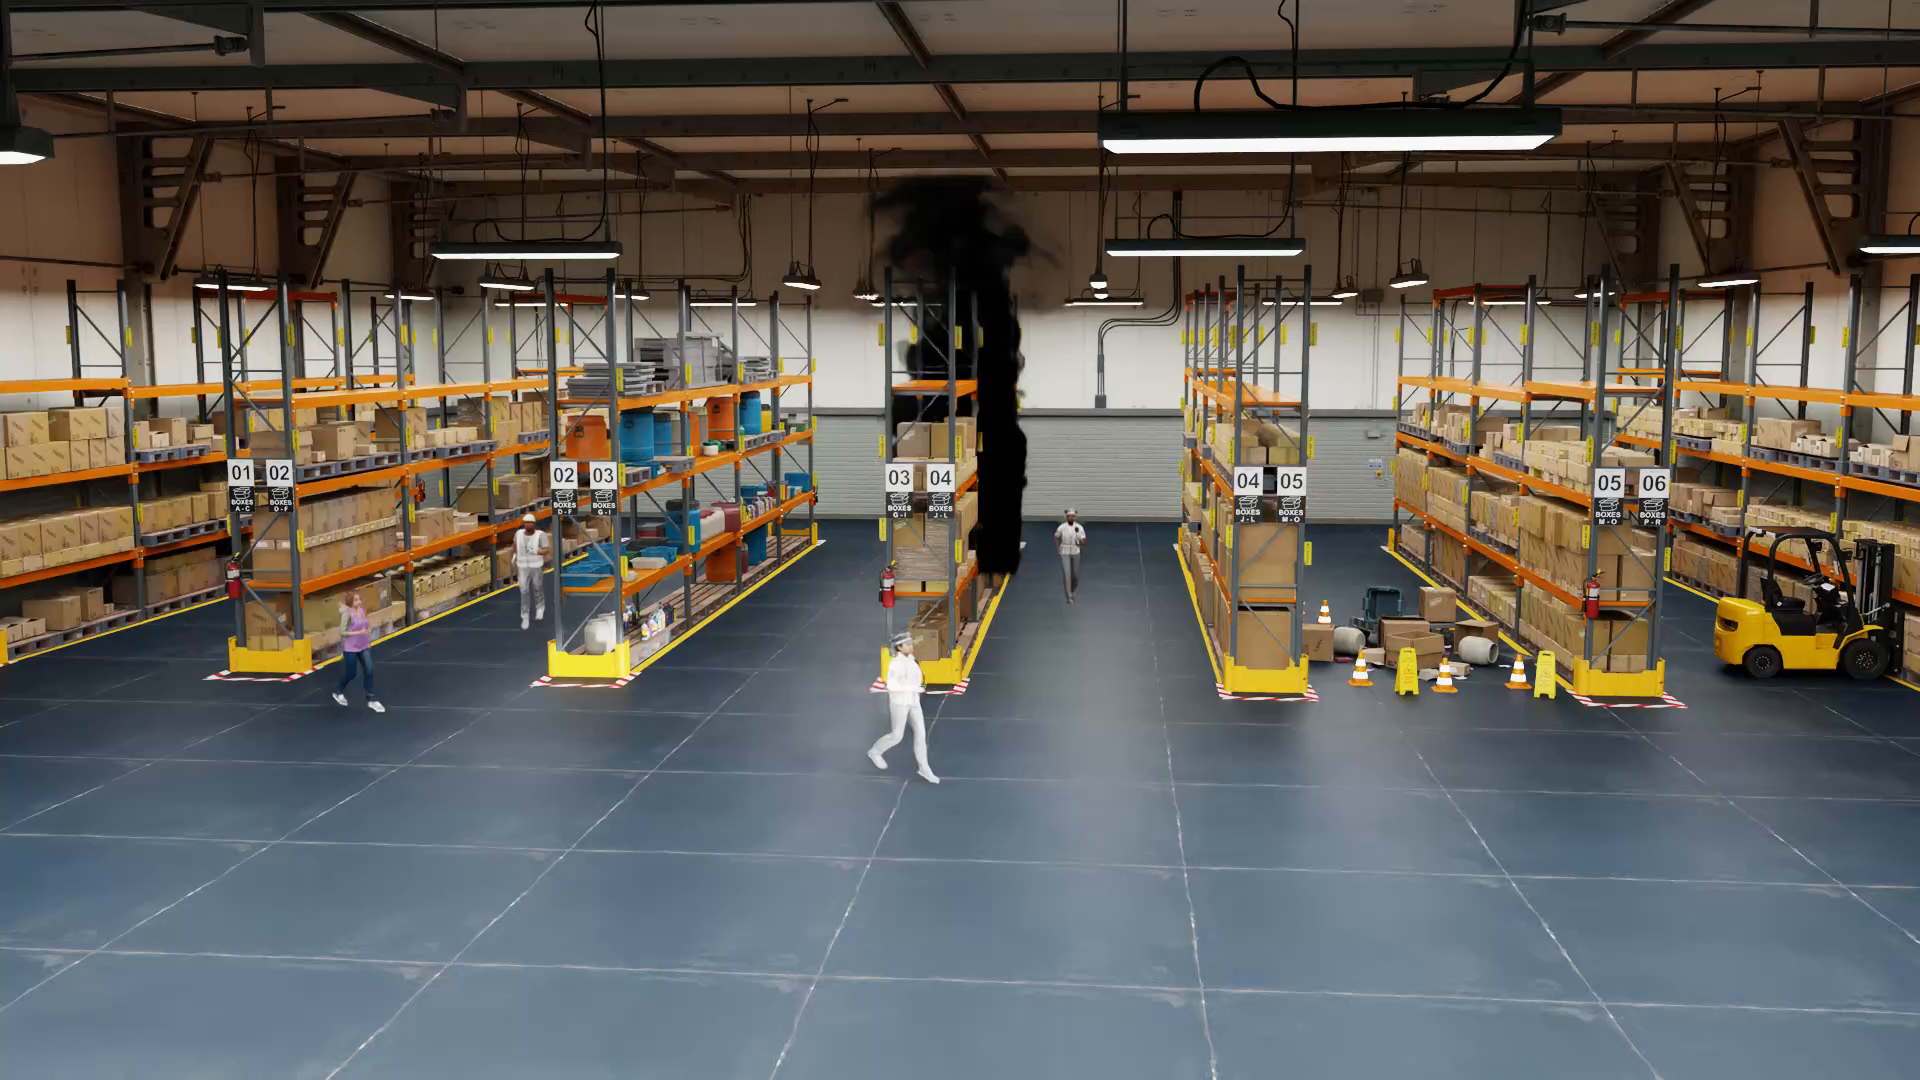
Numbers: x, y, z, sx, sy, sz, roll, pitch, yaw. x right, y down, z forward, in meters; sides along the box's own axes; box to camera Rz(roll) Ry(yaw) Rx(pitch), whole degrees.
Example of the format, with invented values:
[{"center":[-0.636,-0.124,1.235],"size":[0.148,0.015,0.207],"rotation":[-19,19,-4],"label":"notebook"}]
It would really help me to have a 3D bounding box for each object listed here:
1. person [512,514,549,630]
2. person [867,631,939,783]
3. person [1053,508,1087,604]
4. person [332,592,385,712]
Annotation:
[{"center":[-7.091,0.500,27.462],"size":[0.661,1.882,0.839],"rotation":[0,7,-3],"label":"person"},{"center":[-0.645,1.871,18.876],"size":[0.923,1.712,0.613],"rotation":[5,8,33],"label":"person"},{"center":[1.964,0.272,29.749],"size":[0.569,1.698,0.788],"rotation":[0,7,-1],"label":"person"},{"center":[-8.094,1.485,22.281],"size":[0.838,1.607,0.515],"rotation":[4,8,27],"label":"person"}]
